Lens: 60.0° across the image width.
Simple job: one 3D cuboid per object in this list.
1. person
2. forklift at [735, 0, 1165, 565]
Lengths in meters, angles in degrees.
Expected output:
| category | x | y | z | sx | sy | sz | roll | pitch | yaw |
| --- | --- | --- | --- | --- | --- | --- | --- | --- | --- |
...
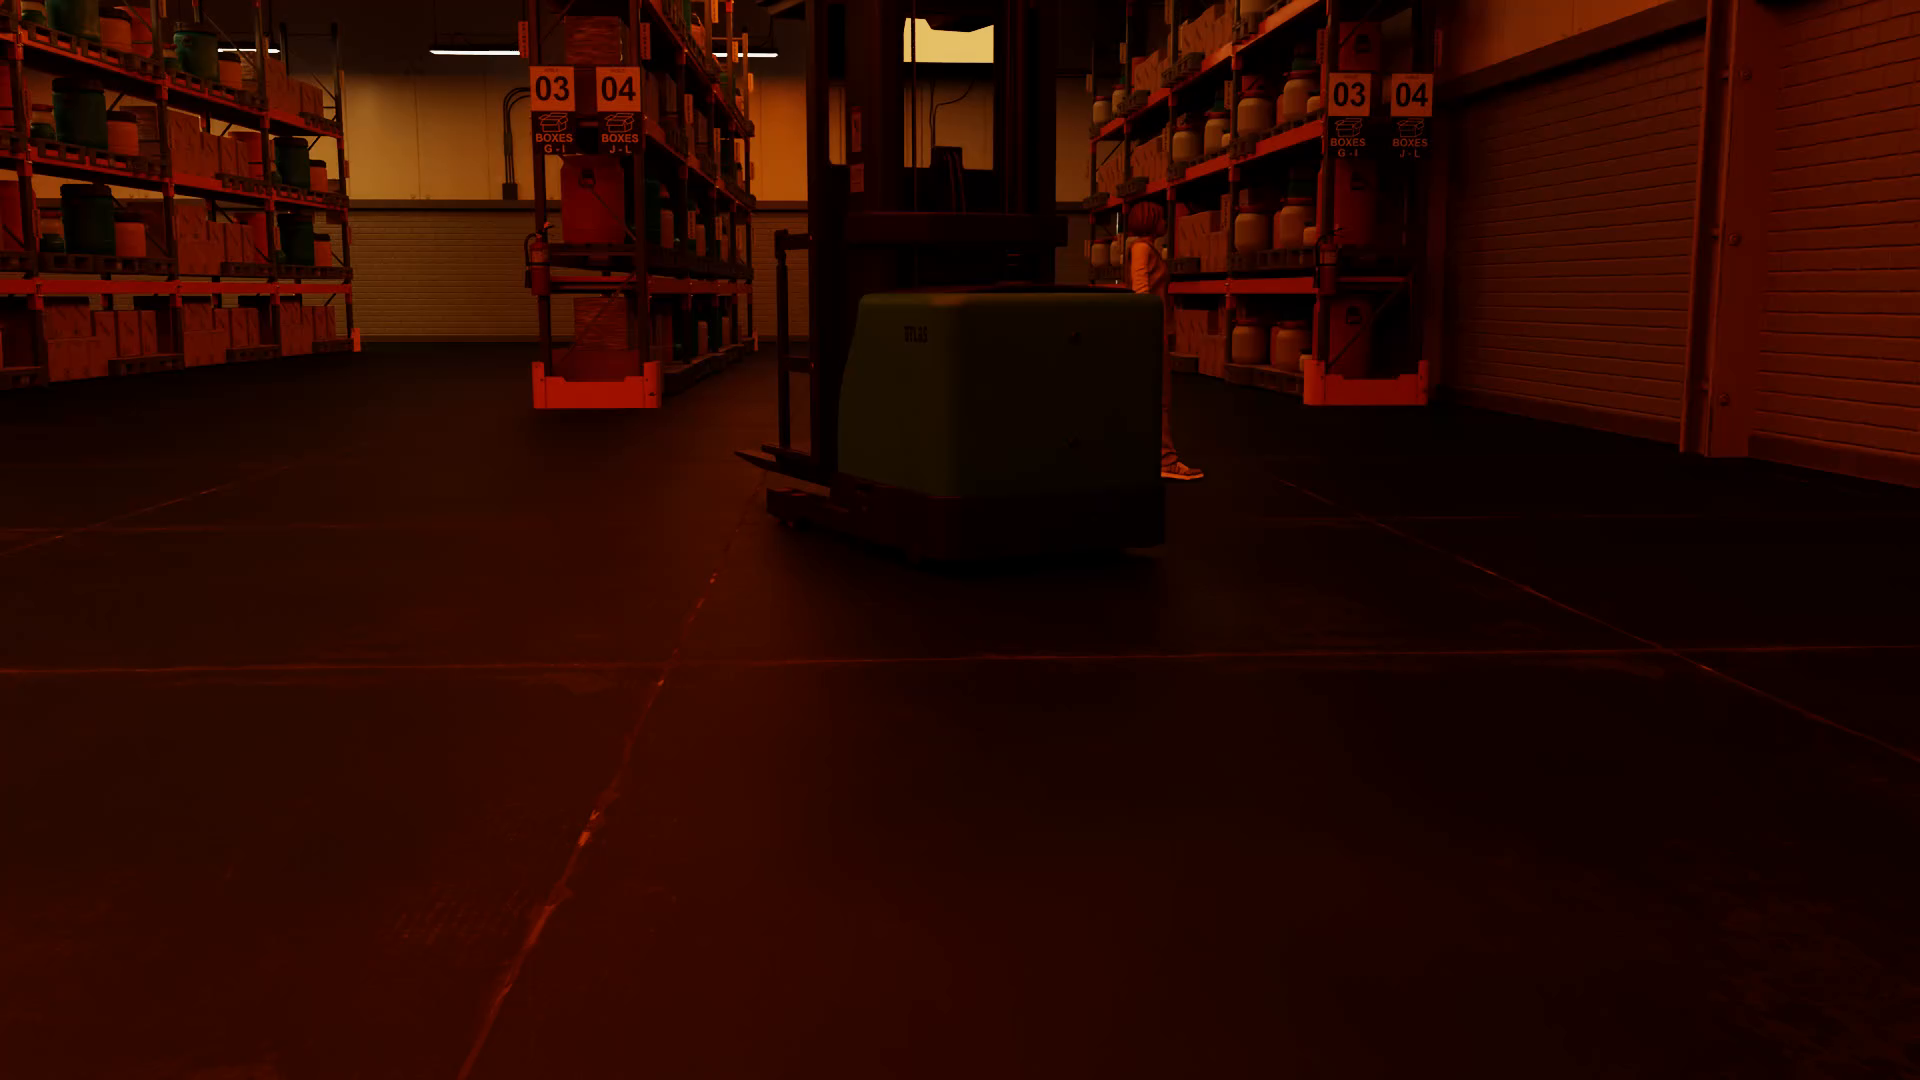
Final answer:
| category | x | y | z | sx | sy | sz | roll | pitch | yaw |
| --- | --- | --- | --- | --- | --- | --- | --- | --- | --- |
| person | 1.193 | -1.168 | 9.693 | 0.476 | 1.597 | 0.518 | 1 | 9 | 7 |
| forklift | -0.264 | -1.530 | 7.637 | 1.130 | 2.935 | 3.031 | -4 | 9 | -25 |
